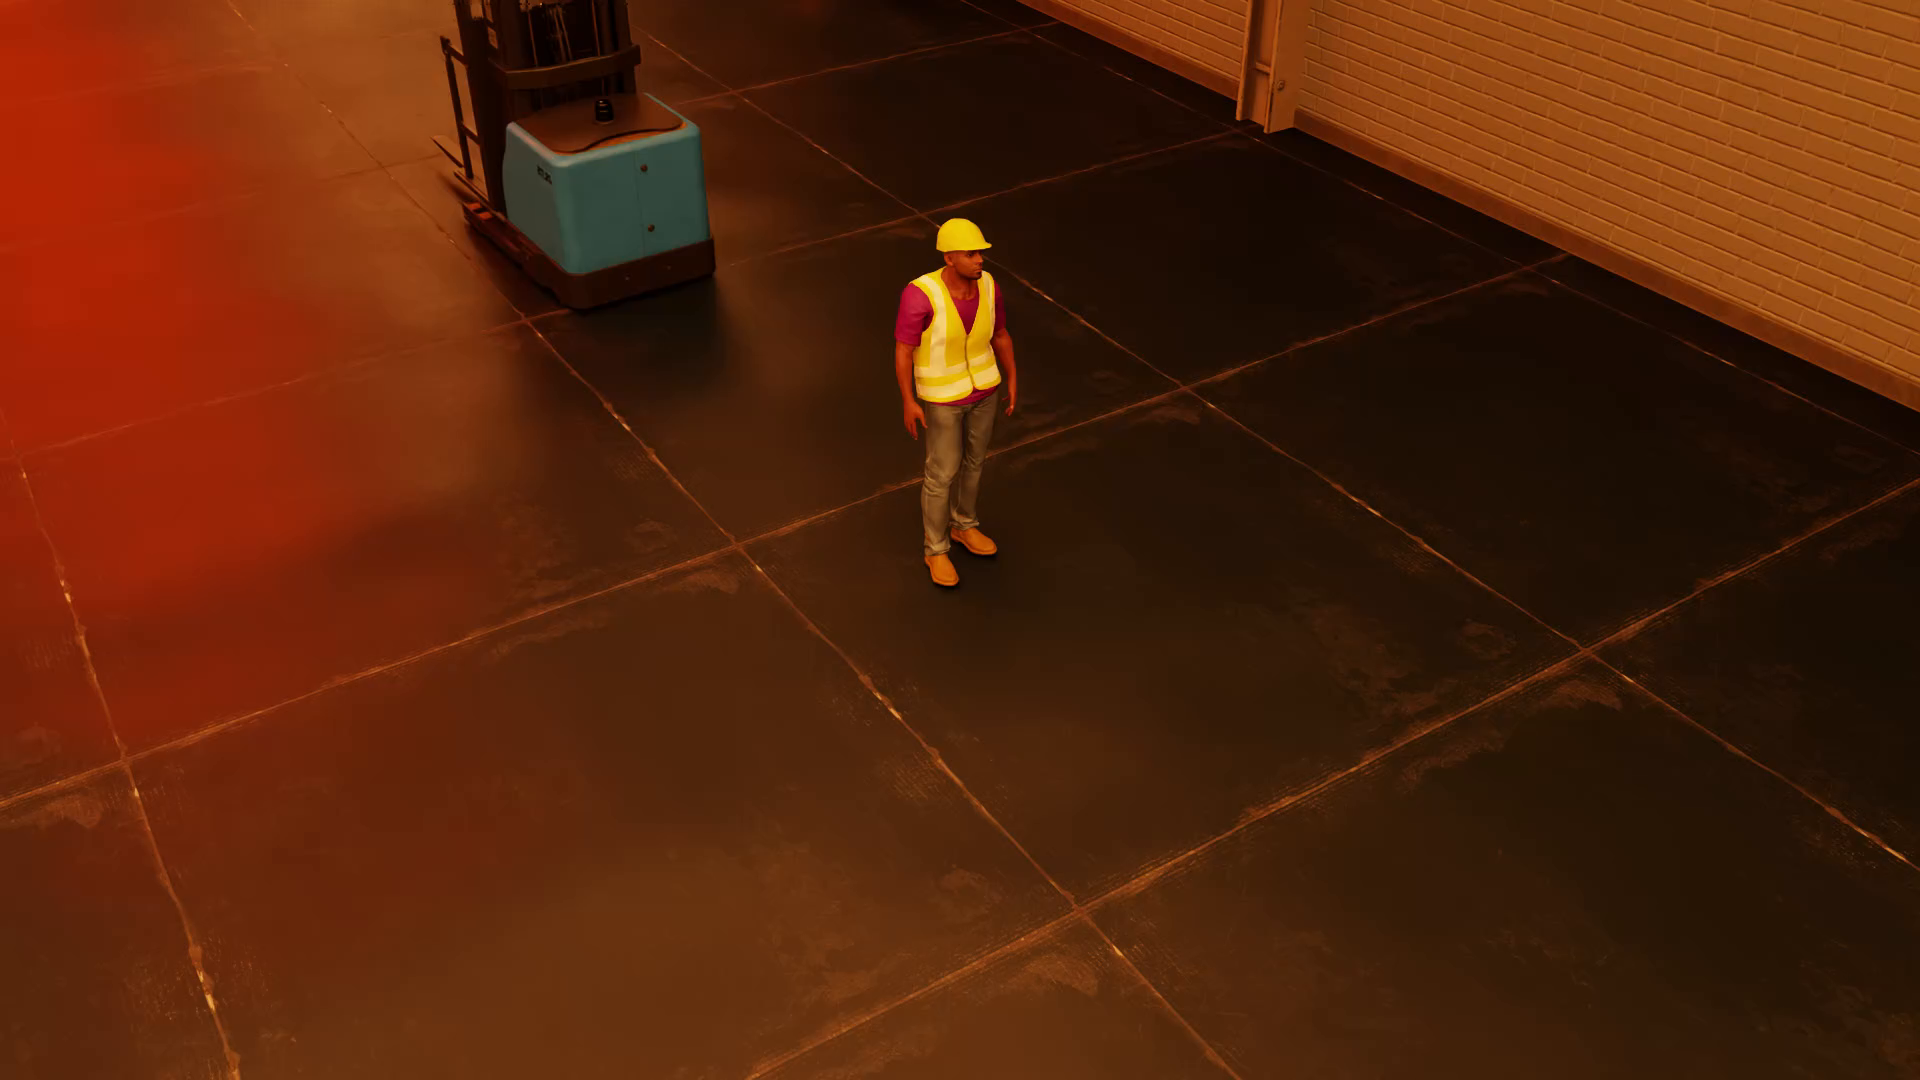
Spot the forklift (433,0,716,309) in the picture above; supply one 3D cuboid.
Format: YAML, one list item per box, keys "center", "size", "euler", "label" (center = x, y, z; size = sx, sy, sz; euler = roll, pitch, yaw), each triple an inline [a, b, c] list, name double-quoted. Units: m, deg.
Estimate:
- center: [-2.888, -3.488, 11.111]
  size: [1.130, 2.935, 3.031]
  euler: [-22, 40, -28]
  label: "forklift"

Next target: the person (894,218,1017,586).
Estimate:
- center: [0.032, -0.693, 8.135]
  size: [0.665, 1.765, 0.577]
  euler: [-21, 40, -27]
  label: "person"
